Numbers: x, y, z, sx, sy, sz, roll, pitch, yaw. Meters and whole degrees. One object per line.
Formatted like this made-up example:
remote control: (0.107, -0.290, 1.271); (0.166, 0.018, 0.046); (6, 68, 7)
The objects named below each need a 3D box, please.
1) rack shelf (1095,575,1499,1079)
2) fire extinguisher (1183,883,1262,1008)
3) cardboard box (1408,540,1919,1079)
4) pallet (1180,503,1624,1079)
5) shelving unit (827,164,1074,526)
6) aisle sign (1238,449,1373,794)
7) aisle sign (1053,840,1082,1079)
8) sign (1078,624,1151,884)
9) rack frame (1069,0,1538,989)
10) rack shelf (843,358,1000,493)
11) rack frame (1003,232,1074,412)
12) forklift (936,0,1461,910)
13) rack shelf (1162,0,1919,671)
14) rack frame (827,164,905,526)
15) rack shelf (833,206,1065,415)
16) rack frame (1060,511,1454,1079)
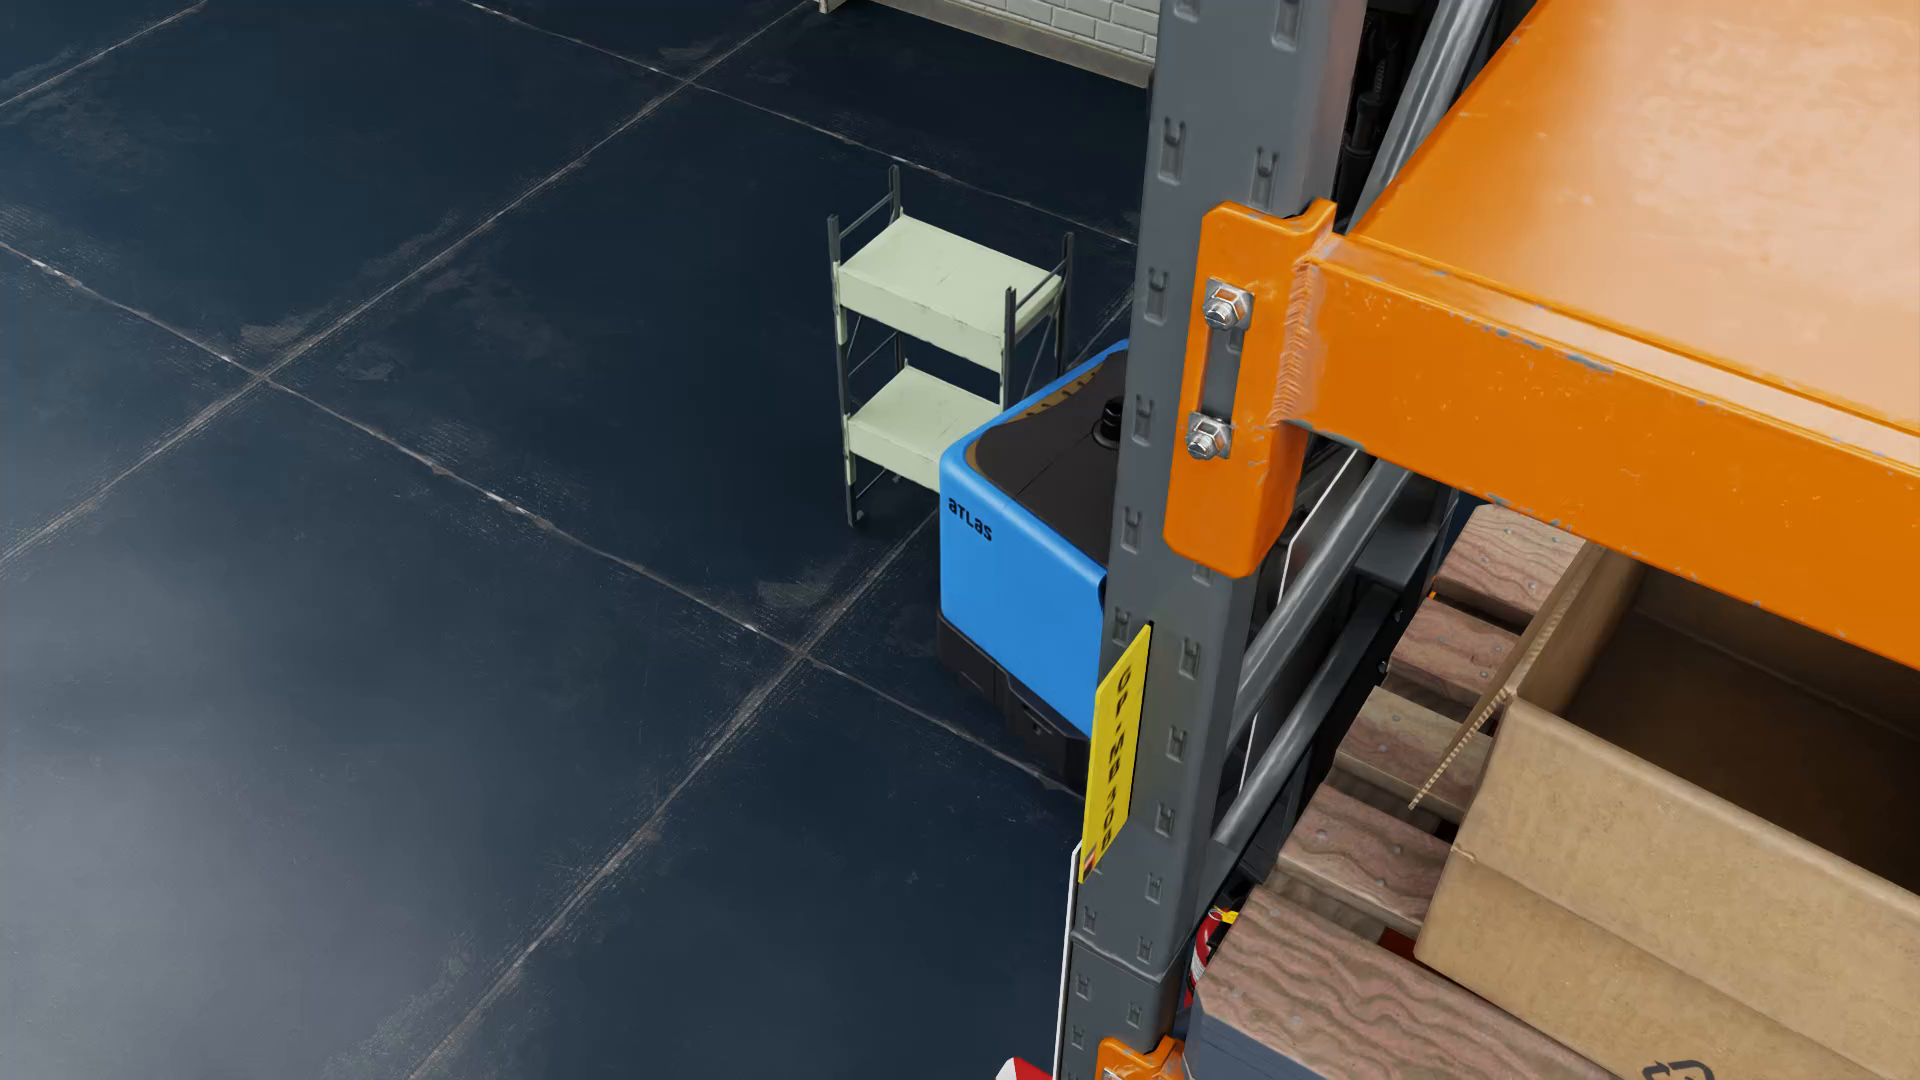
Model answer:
rack shelf: (2.143, 1.248, 1.856); (4.000, 0.370, 1.077); (25, 51, 22)
fire extinguisher: (0.611, 0.969, 3.771); (0.183, 0.674, 0.296); (25, 51, 22)
cardboard box: (0.941, 0.217, 1.894); (0.637, 0.503, 0.797); (28, 52, 25)
pallet: (1.041, 0.543, 2.101); (1.213, 0.211, 1.003); (25, 51, 22)
shelving unit: (-0.034, -0.556, 6.245); (0.755, 1.500, 0.431); (26, 51, 23)
aisle sign: (0.563, 0.160, 2.691); (0.004, 0.787, 0.394); (25, 51, 22)
aisle sign: (0.239, 0.522, 2.339); (0.004, 0.787, 0.394); (25, 51, 22)
sign: (0.155, 0.224, 1.685); (0.005, 0.325, 0.100); (25, 51, 22)
rack frame: (0.460, -0.822, 1.274); (0.127, 3.000, 1.000); (25, 51, 22)
rack shelf: (-0.034, -0.329, 6.478); (0.720, 0.370, 0.431); (26, 51, 23)
rack frame: (0.269, -0.409, 6.102); (0.023, 1.500, 0.400); (26, 51, 23)
forklift: (1.278, -0.016, 4.721); (1.130, 2.935, 3.031); (-33, 54, -28)
rack shelf: (2.143, 0.342, 0.923); (4.000, 0.370, 1.077); (25, 51, 22)
rack frame: (-0.338, -0.703, 6.387); (0.023, 1.500, 0.400); (26, 51, 23)
rack shelf: (-0.034, -0.828, 5.965); (0.720, 0.370, 0.431); (26, 51, 23)
rack frame: (0.460, 1.268, 3.426); (0.127, 3.000, 1.000); (25, 51, 22)
